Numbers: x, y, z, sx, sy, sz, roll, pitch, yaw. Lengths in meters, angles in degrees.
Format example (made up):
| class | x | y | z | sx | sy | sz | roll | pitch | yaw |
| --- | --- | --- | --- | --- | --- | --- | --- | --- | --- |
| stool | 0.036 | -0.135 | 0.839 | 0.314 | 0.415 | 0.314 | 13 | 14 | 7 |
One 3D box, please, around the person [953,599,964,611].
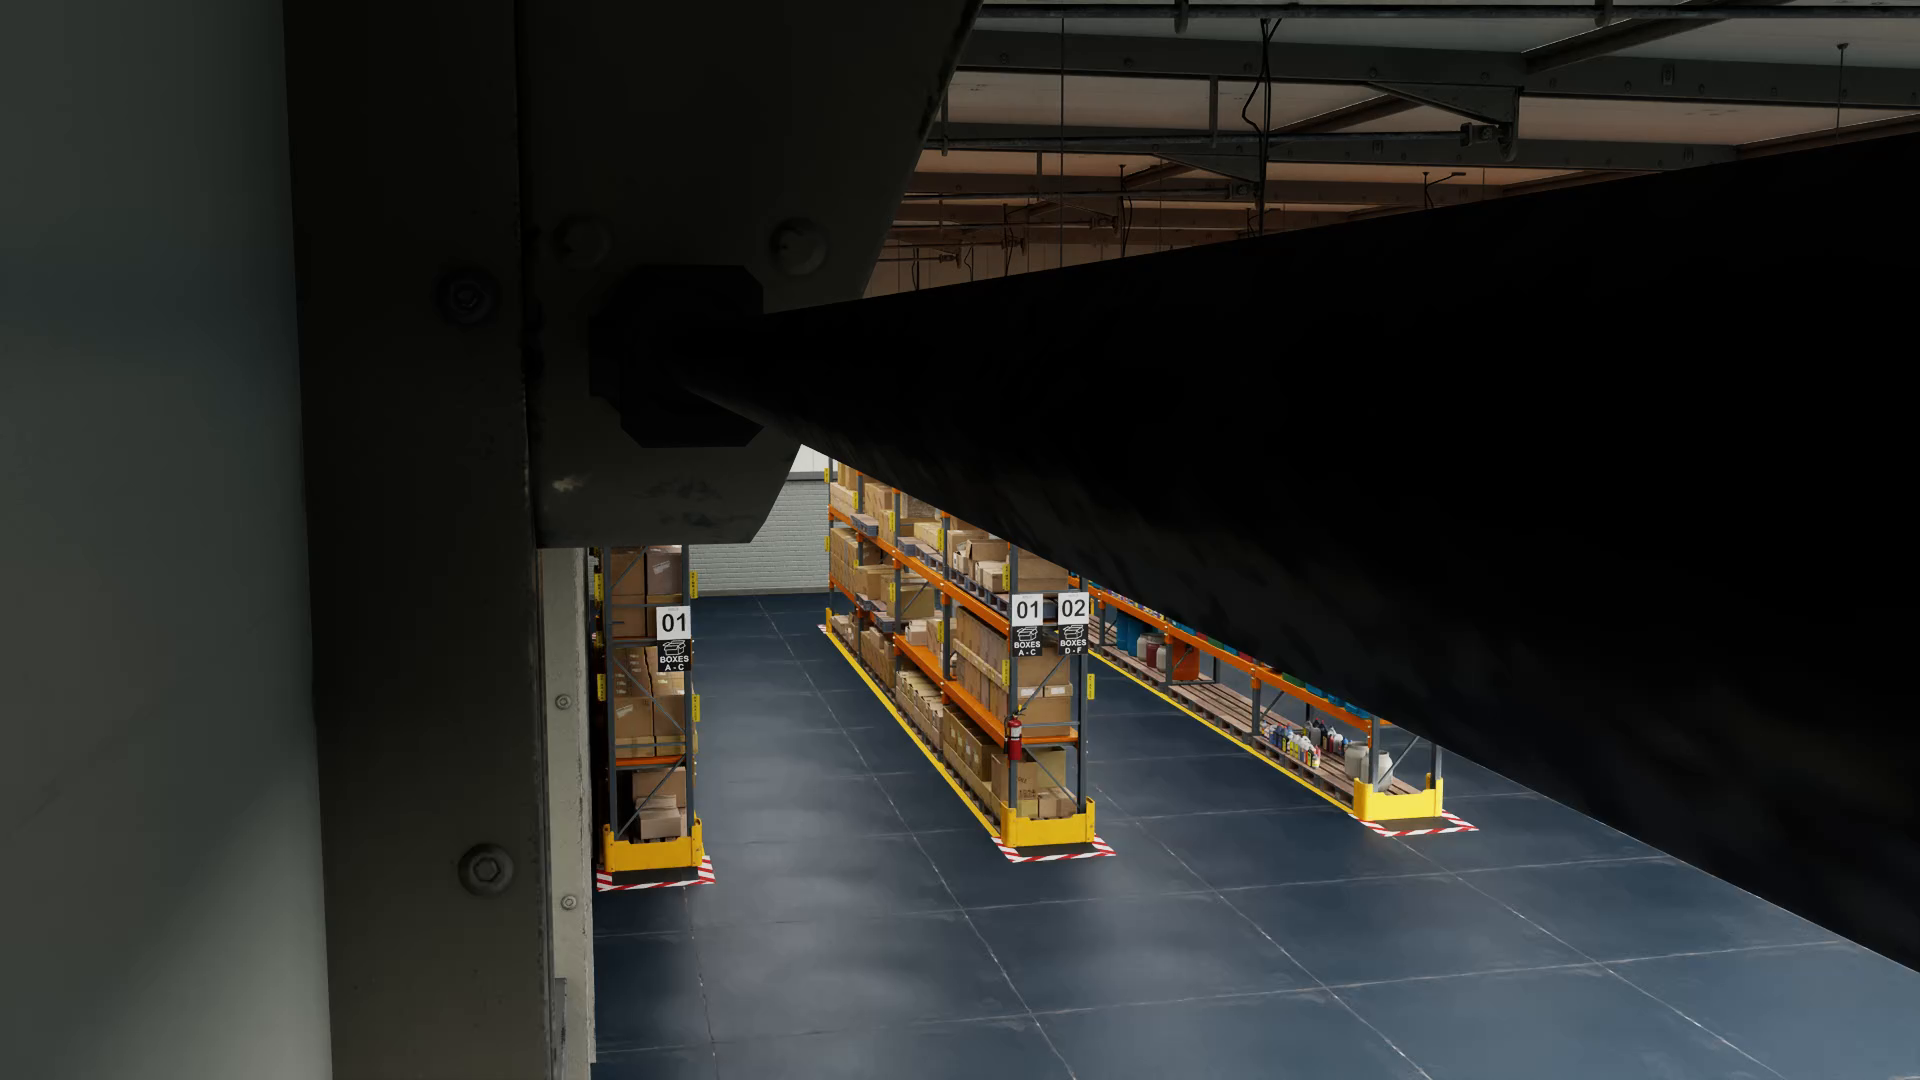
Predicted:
| class | x | y | z | sx | sy | sz | roll | pitch | yaw |
| --- | --- | --- | --- | --- | --- | --- | --- | --- | --- |
| person | 0.113 | 1.476 | 34.254 | 0.568 | 1.619 | 0.643 | -2 | 7 | -15 |
